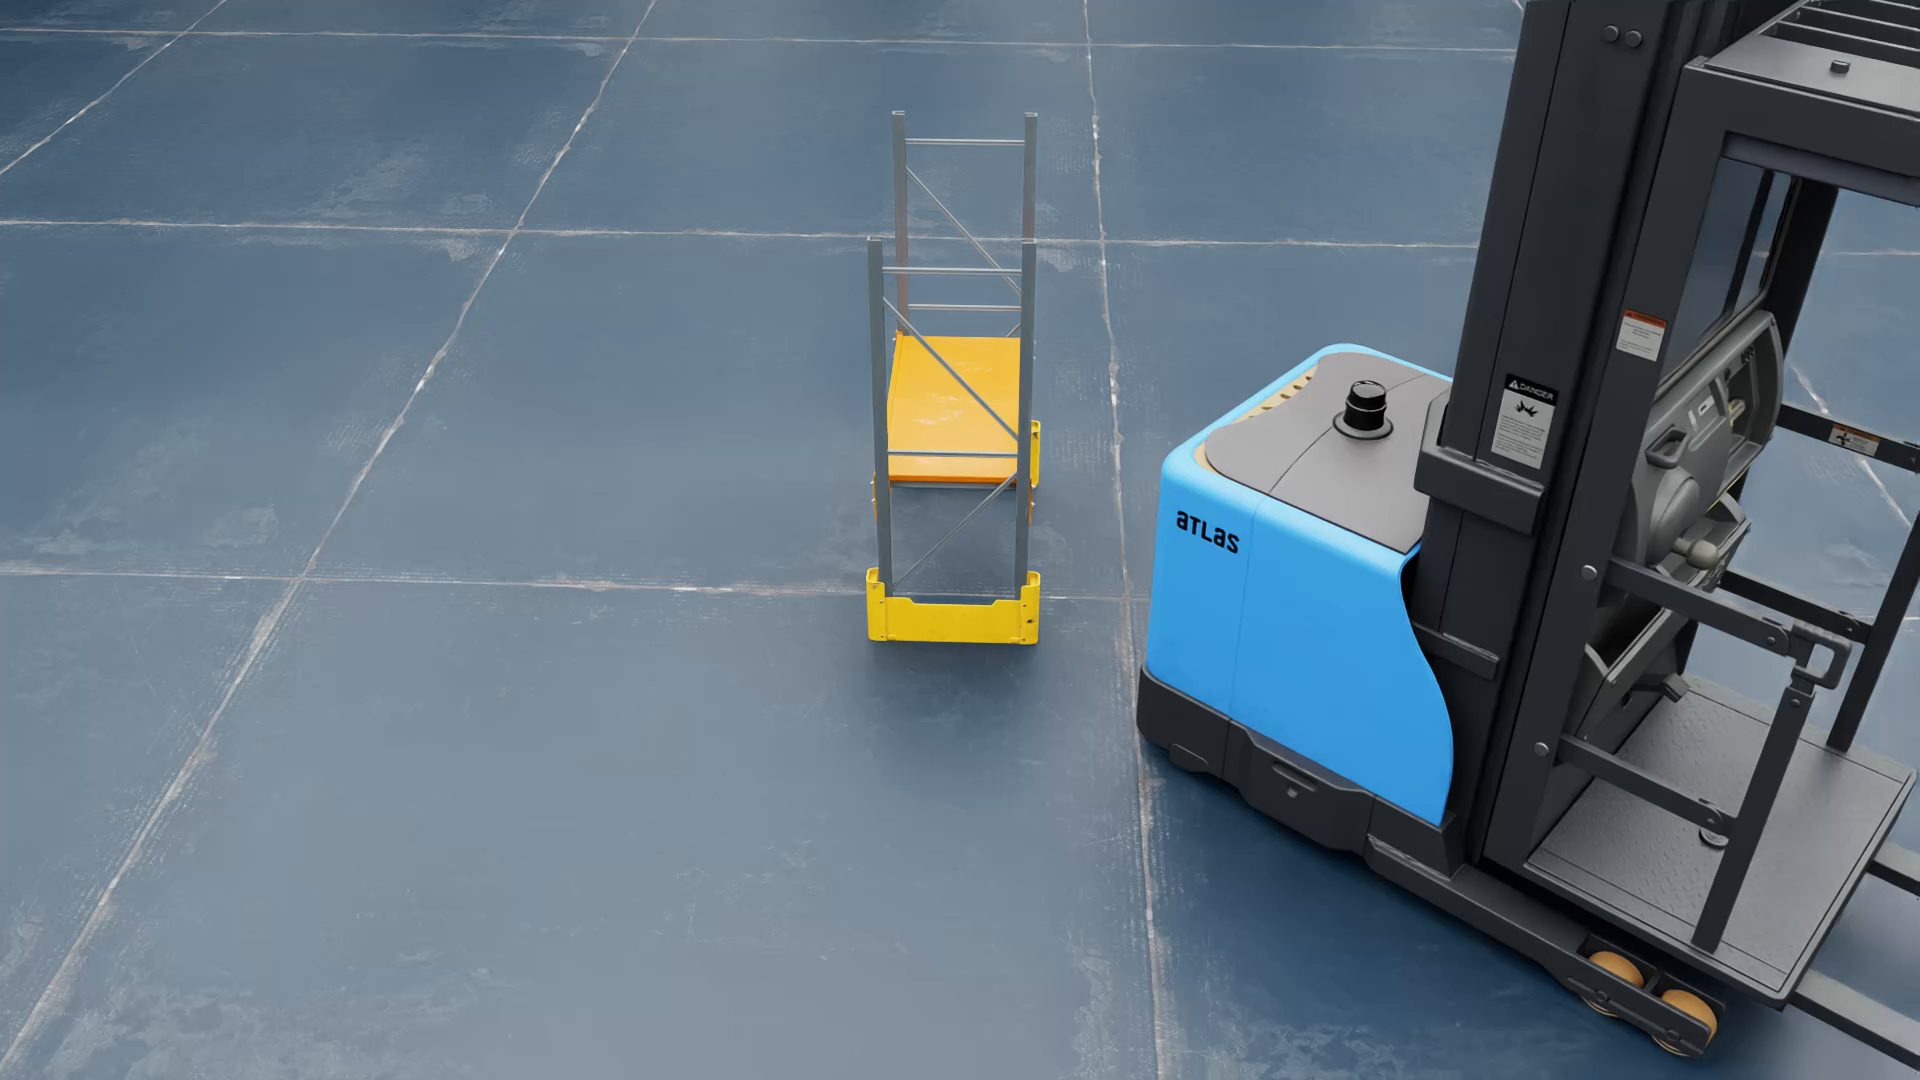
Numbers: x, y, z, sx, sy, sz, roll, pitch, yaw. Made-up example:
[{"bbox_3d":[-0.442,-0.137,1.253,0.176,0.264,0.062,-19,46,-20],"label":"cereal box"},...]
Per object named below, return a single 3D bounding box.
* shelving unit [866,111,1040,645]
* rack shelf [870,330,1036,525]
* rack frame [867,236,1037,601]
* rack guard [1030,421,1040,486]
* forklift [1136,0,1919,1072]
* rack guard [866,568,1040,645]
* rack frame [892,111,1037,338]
[{"bbox_3d":[-0.003,-0.570,5.756,0.587,1.500,1.083,1,35,2],"label":"shelving unit"},{"bbox_3d":[-0.003,-0.417,5.852,0.538,0.185,1.000,1,35,2],"label":"rack shelf"},{"bbox_3d":[-0.024,-0.273,5.333,0.500,1.500,0.032,1,35,2],"label":"rack frame"},{"bbox_3d":[0.017,-0.345,6.523,0.587,0.250,0.087,1,35,2],"label":"rack guard"},{"bbox_3d":[1.998,-0.201,3.986,3.031,2.935,1.130,27,43,33],"label":"forklift"},{"bbox_3d":[-0.023,0.228,5.709,0.587,0.250,0.087,1,35,2],"label":"rack guard"},{"bbox_3d":[0.017,-0.857,6.165,0.500,1.500,0.032,1,35,2],"label":"rack frame"}]
